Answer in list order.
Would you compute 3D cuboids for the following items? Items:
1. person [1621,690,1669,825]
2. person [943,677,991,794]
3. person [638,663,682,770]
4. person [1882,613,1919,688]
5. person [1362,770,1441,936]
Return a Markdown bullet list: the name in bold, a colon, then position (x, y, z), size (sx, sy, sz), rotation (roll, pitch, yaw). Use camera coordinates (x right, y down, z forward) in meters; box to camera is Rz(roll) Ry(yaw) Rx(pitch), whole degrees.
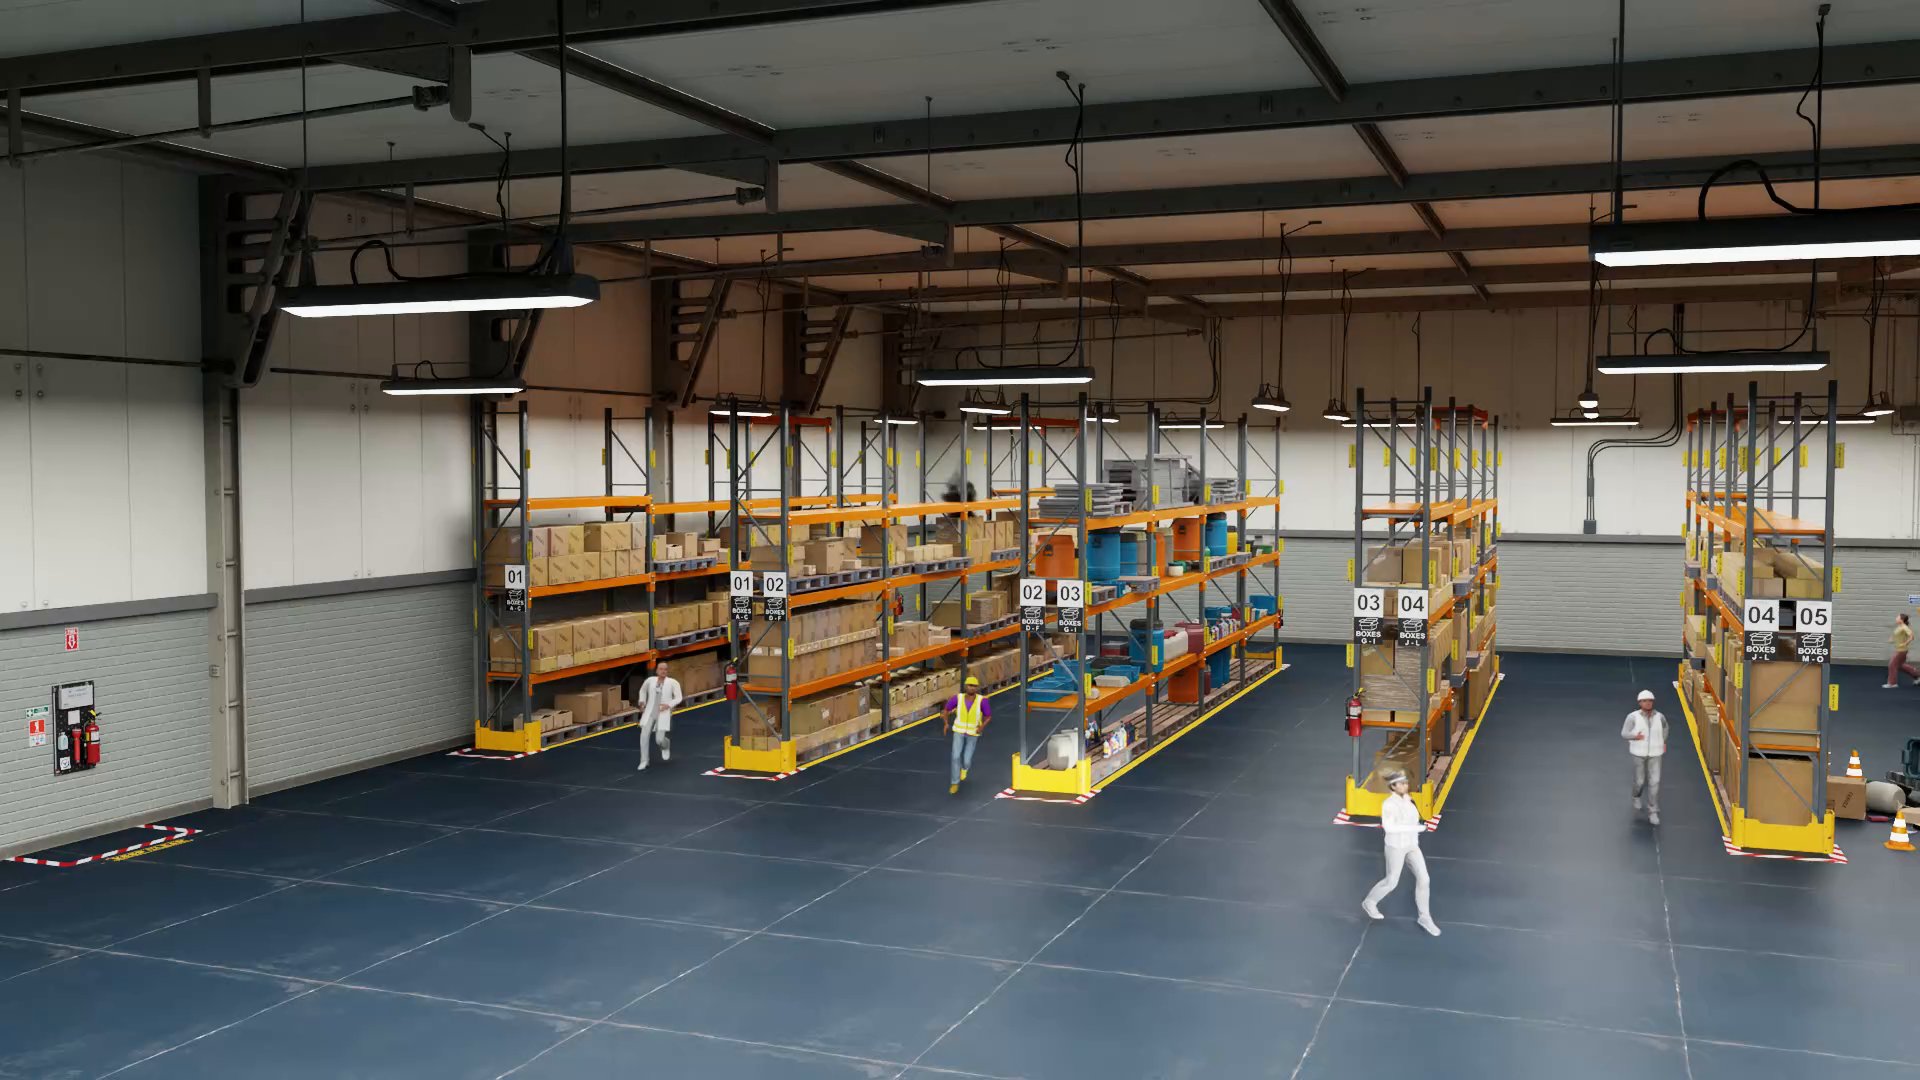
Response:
- **person**: position (9.497, 2.969, 23.025), size (0.657, 1.776, 0.950), rotation (1, 3, 13)
- **person**: position (0.103, 2.930, 25.208), size (0.743, 1.735, 0.759), rotation (0, 3, 3)
- **person**: position (-4.900, 2.849, 27.118), size (0.728, 1.710, 0.718), rotation (0, 3, 5)
- **person**: position (20.572, 2.423, 36.202), size (0.829, 1.664, 0.592), rotation (1, 3, 24)
- **person**: position (4.731, 3.298, 17.758), size (0.622, 1.714, 0.896), rotation (-2, 3, -36)
